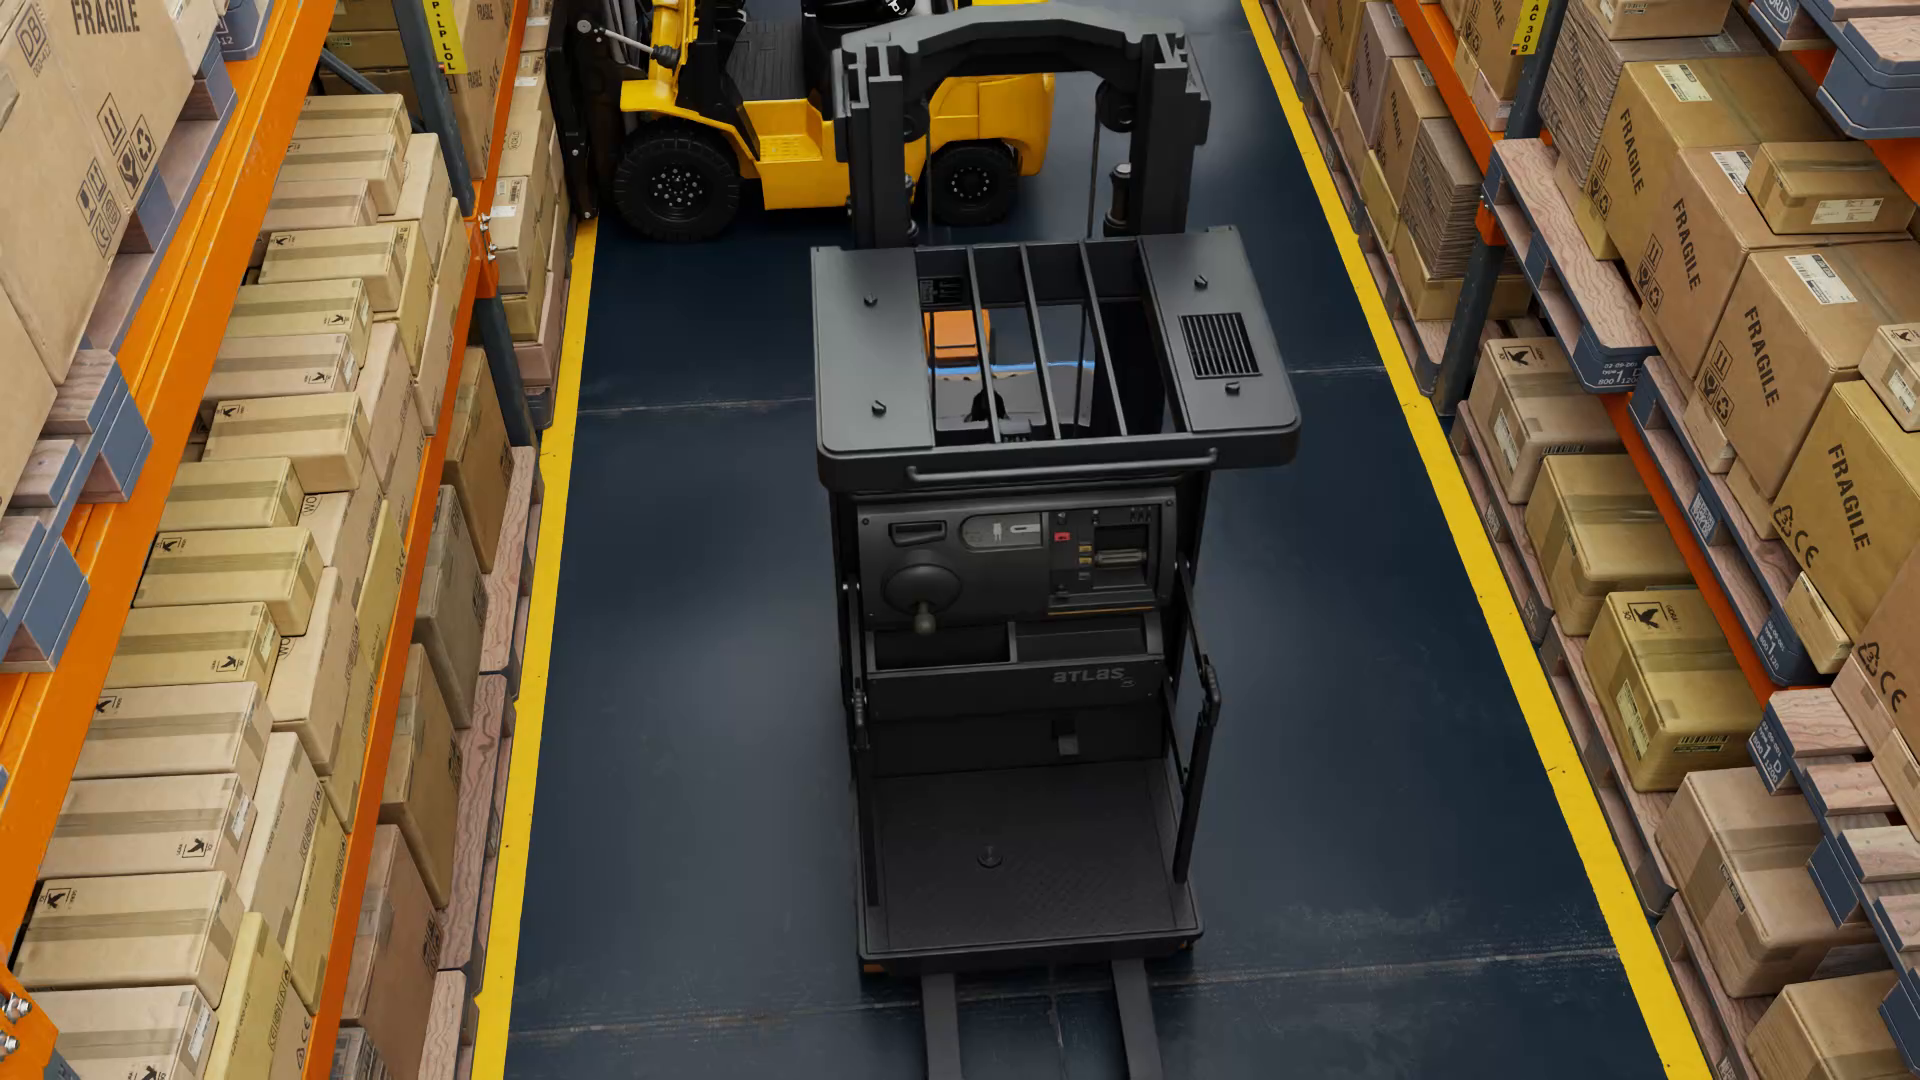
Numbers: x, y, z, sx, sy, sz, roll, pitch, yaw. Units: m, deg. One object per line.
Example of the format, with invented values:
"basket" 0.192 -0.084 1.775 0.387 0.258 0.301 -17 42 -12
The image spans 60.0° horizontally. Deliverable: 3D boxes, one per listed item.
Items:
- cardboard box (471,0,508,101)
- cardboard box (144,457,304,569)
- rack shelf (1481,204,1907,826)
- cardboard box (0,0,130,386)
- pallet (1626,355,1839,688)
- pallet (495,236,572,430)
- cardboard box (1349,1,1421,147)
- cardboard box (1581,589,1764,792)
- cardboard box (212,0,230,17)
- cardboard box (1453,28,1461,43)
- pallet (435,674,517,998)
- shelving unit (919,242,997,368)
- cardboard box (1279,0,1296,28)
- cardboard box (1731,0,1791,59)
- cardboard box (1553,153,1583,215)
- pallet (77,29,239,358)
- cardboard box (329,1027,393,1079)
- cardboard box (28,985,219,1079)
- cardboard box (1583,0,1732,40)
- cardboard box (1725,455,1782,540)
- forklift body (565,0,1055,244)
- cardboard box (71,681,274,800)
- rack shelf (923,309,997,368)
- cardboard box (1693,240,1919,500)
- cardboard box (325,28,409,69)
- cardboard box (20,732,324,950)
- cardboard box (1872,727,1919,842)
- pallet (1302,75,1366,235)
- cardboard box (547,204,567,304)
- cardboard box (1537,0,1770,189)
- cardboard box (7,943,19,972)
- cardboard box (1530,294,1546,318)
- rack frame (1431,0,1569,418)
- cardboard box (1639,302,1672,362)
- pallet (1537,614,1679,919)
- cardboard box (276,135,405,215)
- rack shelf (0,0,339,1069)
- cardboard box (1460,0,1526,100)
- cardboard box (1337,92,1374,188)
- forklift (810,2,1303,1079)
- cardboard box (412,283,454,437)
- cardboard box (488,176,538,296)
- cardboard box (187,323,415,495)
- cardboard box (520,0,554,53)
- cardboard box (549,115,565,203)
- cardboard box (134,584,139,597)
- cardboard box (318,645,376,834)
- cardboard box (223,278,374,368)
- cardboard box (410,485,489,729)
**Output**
"cardboard box" -2.161 -2.092 6.733 0.500 0.500 0.500 -3 47 -3
"cardboard box" -1.959 -0.072 4.374 0.380 0.149 0.250 -3 47 -3
"rack shelf" 2.789 0.045 5.273 1.077 0.370 4.000 -3 47 -3
"cardboard box" -1.949 -0.593 2.890 0.700 0.500 0.500 -4 47 -4
"pallet" 2.750 -0.119 5.066 1.003 0.211 1.213 -3 47 -3
"pallet" -2.349 -0.964 7.654 1.003 0.211 1.213 -3 47 -3
"cardboard box" 2.216 -2.255 8.044 0.500 0.500 0.500 -1 47 -1
"cardboard box" 2.792 0.512 5.856 0.950 0.372 0.625 -2 47 -2
"cardboard box" -1.957 -1.460 3.841 0.500 0.311 0.500 -5 47 -5
"cardboard box" 2.319 -2.151 7.030 0.380 0.149 0.250 -3 47 -3
"pallet" -2.119 1.029 5.766 1.003 0.211 1.213 -3 47 -3
"shelving unit" -0.014 -0.527 6.559 0.258 1.200 0.503 -4 47 -3
"cardboard box" 2.079 -3.142 9.401 0.500 0.250 0.500 -4 47 -4
"cardboard box" 2.889 -1.610 5.783 0.500 0.500 0.500 -4 47 -4
"cardboard box" 2.353 -1.288 5.924 0.380 0.149 0.250 -3 47 -3
"pallet" -2.232 -0.712 3.559 1.003 0.211 1.213 -2 47 -1
"cardboard box" -2.028 1.769 4.491 0.875 0.625 0.625 -2 47 -2
"cardboard box" -1.723 1.043 3.317 0.380 0.149 0.250 -2 47 -2
"cardboard box" 2.309 -1.792 5.508 0.380 0.149 0.250 -4 47 -3
"cardboard box" 2.486 -0.152 4.849 0.380 0.149 0.250 -5 47 -5
"forklift body" -0.682 -2.686 7.949 2.313 2.155 1.214 -3 47 -3
"cardboard box" -1.828 0.477 3.853 0.380 0.149 0.250 -3 47 -3
"rack shelf" -0.014 -0.797 6.273 0.258 0.148 0.480 -4 47 -3
"cardboard box" 2.499 -0.482 4.714 0.500 0.500 0.500 -5 47 -5
"cardboard box" -2.089 -1.849 6.056 0.380 0.149 0.250 -4 47 -4
"cardboard box" -1.824 0.730 3.888 0.500 0.250 0.500 -2 47 -2
"cardboard box" 2.534 0.595 4.141 0.380 0.149 0.250 -4 47 -4
"pallet" 2.425 -2.059 8.691 1.003 0.211 1.213 -3 47 -3
"cardboard box" -2.093 -1.281 7.638 0.500 0.250 0.500 -4 47 -4
"cardboard box" 2.375 -1.574 5.748 0.500 0.500 0.500 -2 47 -2
"cardboard box" -2.304 1.121 3.518 0.500 0.250 0.500 -3 47 -2
"cardboard box" 2.841 -1.292 7.648 0.500 0.250 0.500 -5 47 -5
"rack frame" 2.622 -1.649 6.383 1.000 3.000 0.127 -3 47 -3
"cardboard box" 2.445 -0.718 5.384 0.380 0.149 0.250 -3 47 -3
"pallet" 2.794 0.757 6.024 1.003 0.211 1.213 -3 47 -3
"cardboard box" -2.035 -1.183 5.425 0.380 0.149 0.250 -4 47 -4
"rack shelf" -2.157 -0.682 3.896 1.077 0.370 4.000 -3 47 -3
"cardboard box" 2.337 -2.092 6.529 0.500 0.500 0.500 -5 47 -4
"cardboard box" 2.212 -2.013 8.331 0.500 0.250 0.500 -3 47 -3
"forklift" 0.190 0.163 4.714 1.130 2.935 3.031 -4 47 -3
"cardboard box" -1.974 -0.581 5.474 0.500 0.250 0.500 -4 47 -4
"cardboard box" -2.052 -1.257 6.927 0.500 0.250 0.500 -4 47 -4
"cardboard box" -1.941 -0.384 4.943 0.500 0.250 0.500 -3 47 -3
"cardboard box" -2.174 -2.367 7.978 0.500 0.250 0.500 -4 47 -4
"cardboard box" -2.132 -1.813 7.798 0.500 0.250 0.500 -4 47 -4
"cardboard box" -2.422 0.024 4.557 0.500 0.250 0.500 -4 47 -4
"cardboard box" -1.870 0.528 4.424 0.500 0.250 0.500 -5 47 -5
"cardboard box" -1.953 -0.627 4.899 0.380 0.149 0.250 -4 47 -4
"cardboard box" -2.212 0.266 5.915 0.875 0.625 0.625 -4 47 -4
